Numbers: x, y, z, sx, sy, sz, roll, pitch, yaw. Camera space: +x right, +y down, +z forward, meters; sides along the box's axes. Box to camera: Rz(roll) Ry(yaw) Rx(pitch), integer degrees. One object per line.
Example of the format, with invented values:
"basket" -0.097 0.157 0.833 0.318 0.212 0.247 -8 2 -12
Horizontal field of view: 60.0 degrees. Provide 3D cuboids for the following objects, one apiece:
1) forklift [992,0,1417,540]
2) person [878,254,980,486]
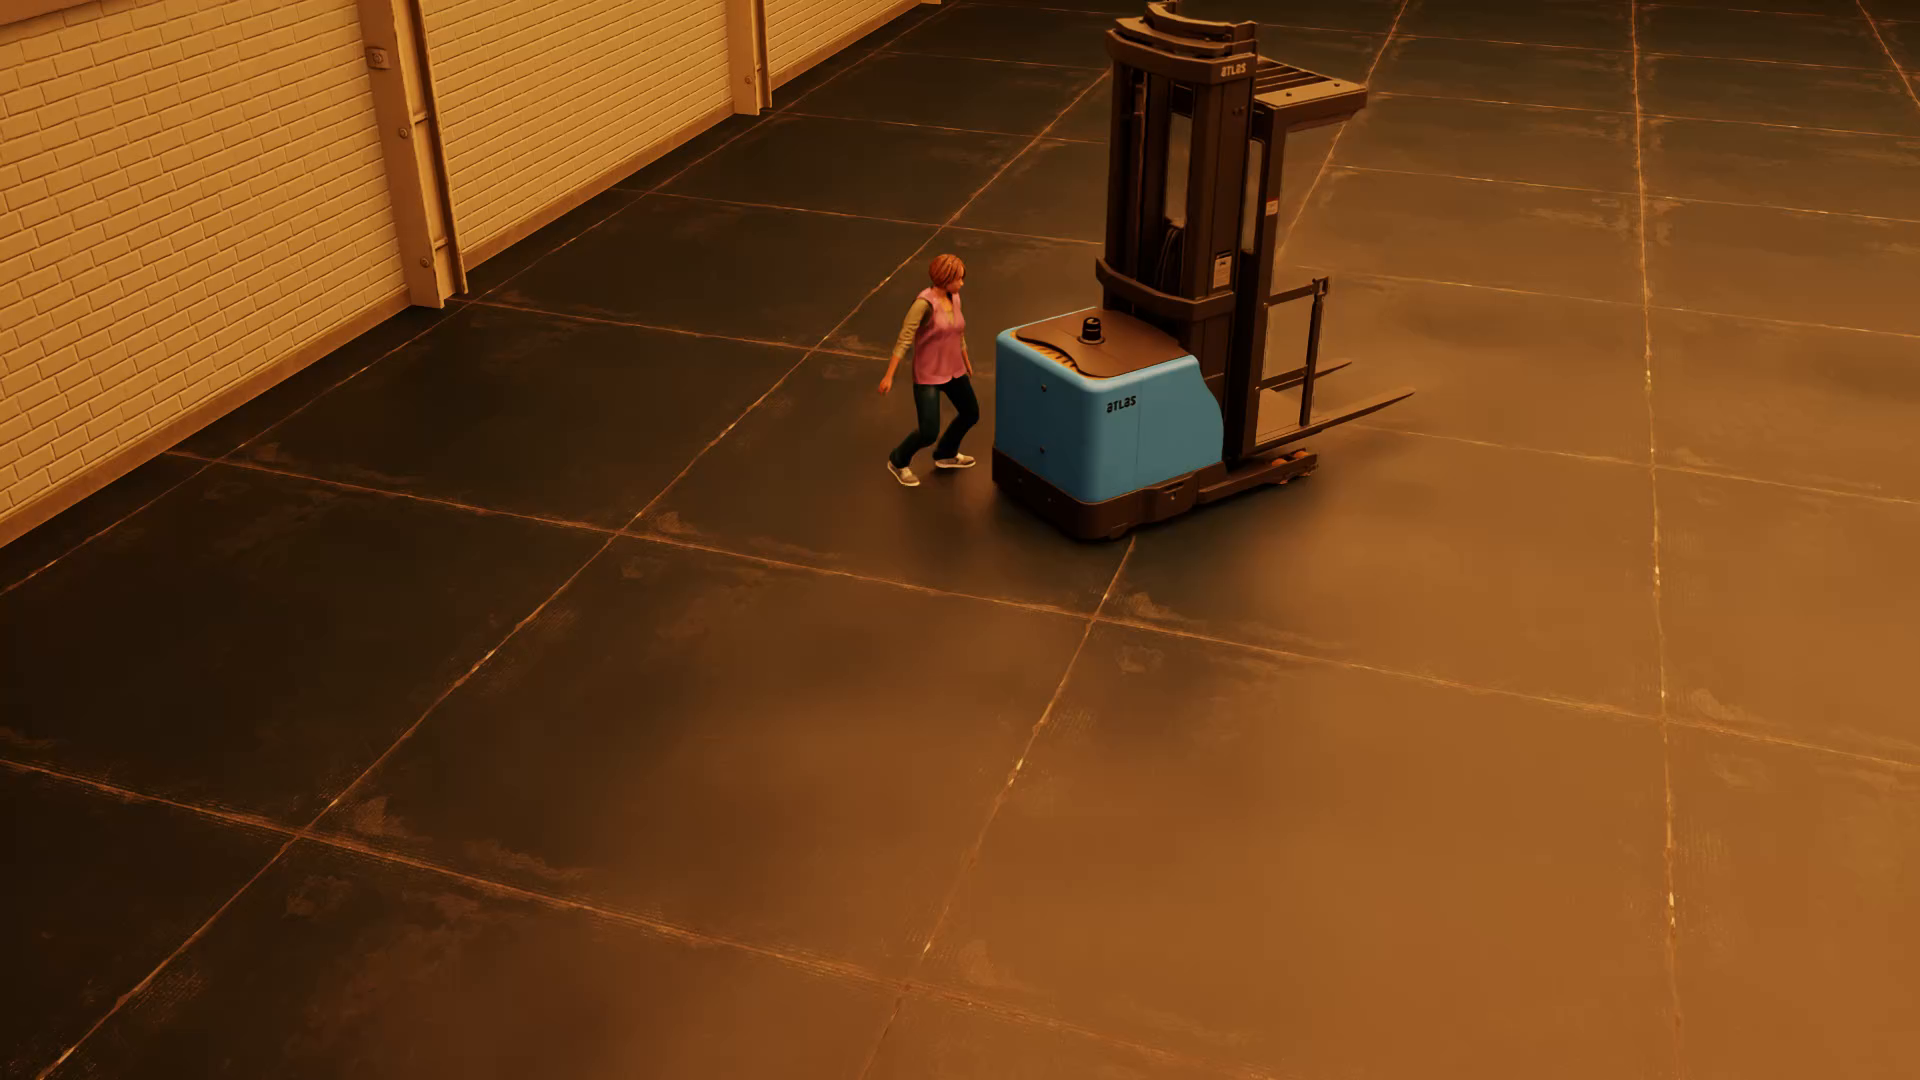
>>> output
"forklift" 1.710 -1.828 10.343 3.031 2.935 1.130 -19 35 -29
"person" -0.212 -1.056 10.419 0.441 1.527 0.747 26 39 37
